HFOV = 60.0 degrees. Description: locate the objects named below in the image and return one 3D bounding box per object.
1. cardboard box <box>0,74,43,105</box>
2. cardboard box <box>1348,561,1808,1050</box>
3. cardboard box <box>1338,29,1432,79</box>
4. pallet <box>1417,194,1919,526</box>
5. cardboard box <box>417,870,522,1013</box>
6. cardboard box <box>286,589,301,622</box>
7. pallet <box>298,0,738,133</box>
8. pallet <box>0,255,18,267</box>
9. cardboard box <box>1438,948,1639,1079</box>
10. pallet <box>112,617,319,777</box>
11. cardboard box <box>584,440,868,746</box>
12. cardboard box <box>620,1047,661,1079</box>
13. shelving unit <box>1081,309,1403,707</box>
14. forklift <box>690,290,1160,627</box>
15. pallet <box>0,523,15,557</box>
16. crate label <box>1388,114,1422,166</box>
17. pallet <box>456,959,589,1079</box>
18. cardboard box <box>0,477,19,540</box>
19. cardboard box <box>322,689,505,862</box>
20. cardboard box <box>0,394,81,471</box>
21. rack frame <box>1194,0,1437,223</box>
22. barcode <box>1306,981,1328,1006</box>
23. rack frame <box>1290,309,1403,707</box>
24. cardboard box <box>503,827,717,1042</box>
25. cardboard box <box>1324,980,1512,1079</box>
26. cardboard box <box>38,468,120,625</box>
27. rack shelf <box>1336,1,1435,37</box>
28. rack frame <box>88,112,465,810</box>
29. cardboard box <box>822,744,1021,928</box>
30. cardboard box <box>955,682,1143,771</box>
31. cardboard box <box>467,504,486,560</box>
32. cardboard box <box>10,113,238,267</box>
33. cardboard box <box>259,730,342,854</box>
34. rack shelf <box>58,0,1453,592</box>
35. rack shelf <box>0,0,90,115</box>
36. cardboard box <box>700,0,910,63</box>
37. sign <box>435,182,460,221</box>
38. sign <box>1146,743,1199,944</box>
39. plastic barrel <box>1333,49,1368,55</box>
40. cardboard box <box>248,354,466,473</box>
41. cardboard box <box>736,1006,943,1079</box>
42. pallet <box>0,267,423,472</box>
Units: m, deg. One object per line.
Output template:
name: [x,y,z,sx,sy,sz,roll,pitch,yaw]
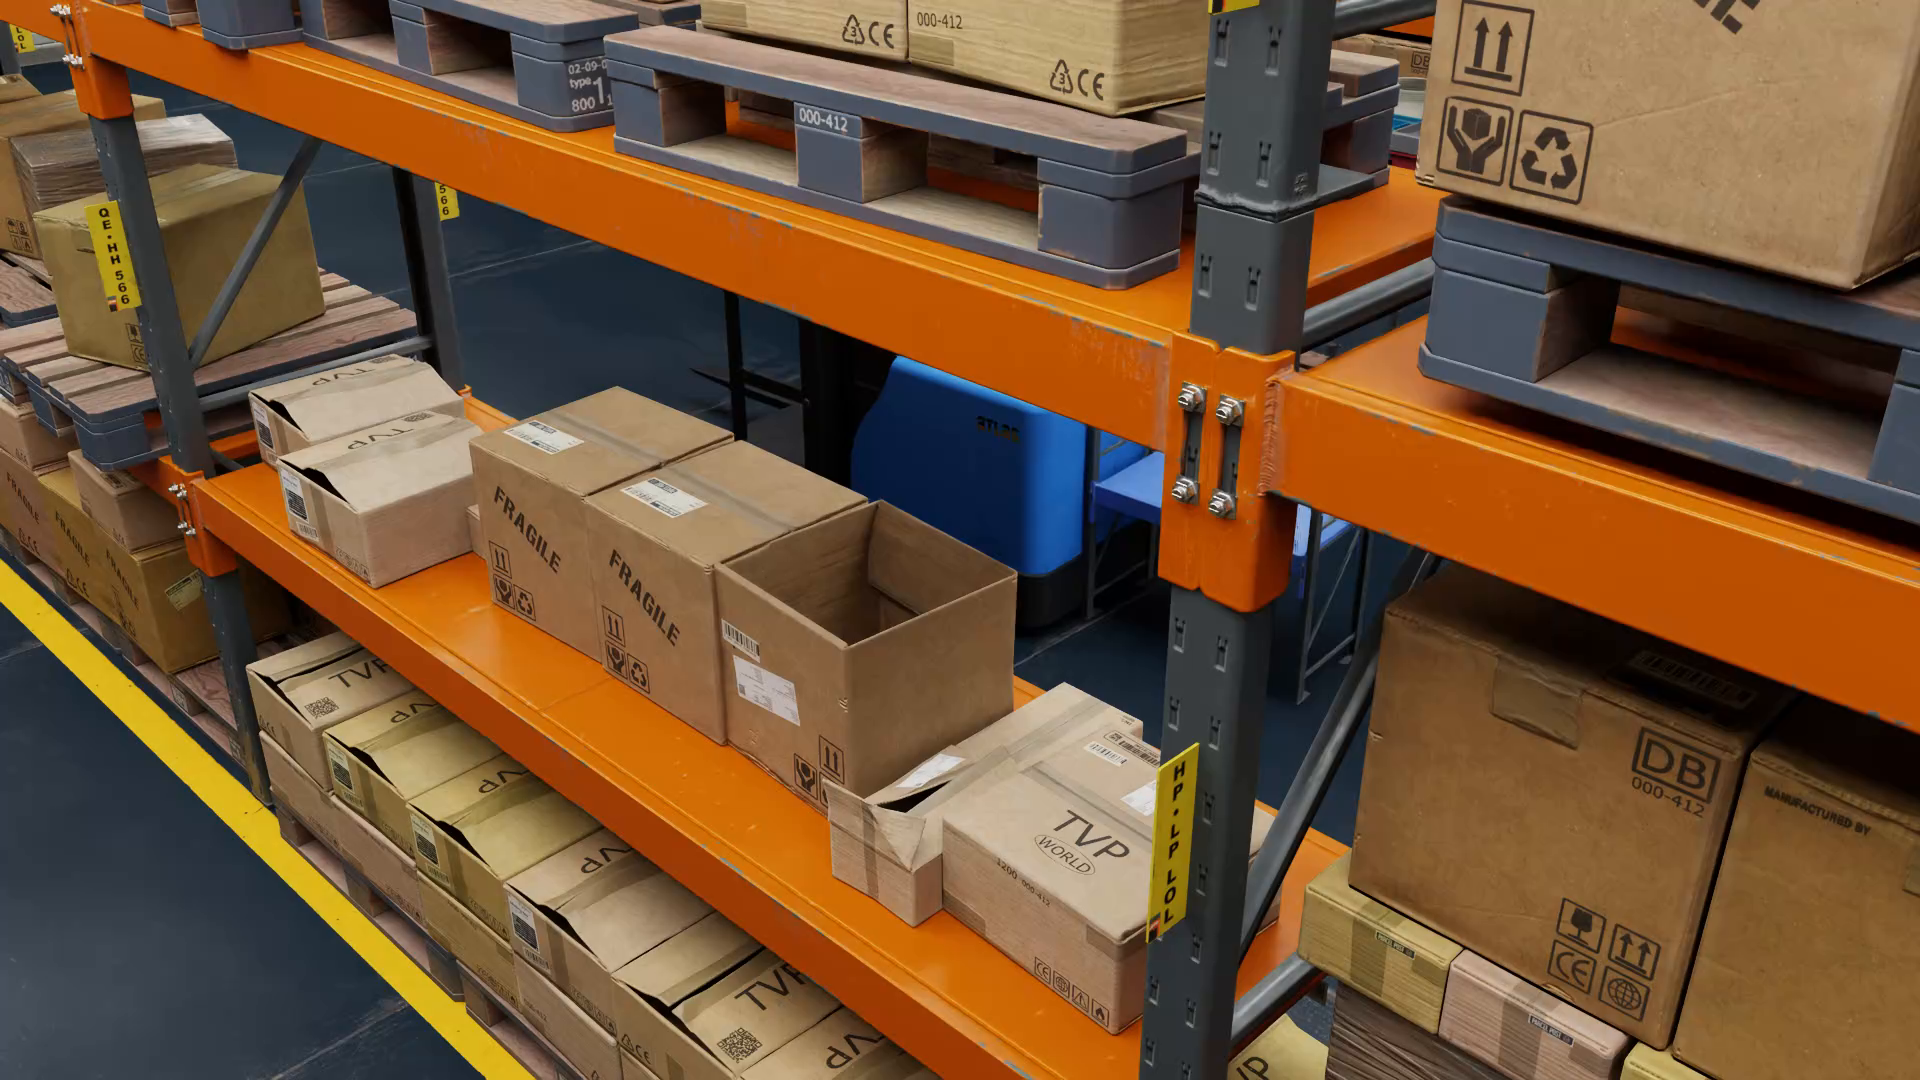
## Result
cardboard box: [-4.295,-1.657,7.119,0.700,0.500,0.500,-19,33,-32]
cardboard box: [1.015,0.276,2.501,0.500,0.500,0.700,25,37,39]
cardboard box: [3.682,-3.611,13.226,0.875,0.875,1.225,25,36,39]
pallet: [1.320,-0.267,1.907,1.213,0.211,1.003,25,36,38]
cardboard box: [-1.257,1.077,4.981,0.500,0.250,0.500,23,36,37]
cardboard box: [-2.660,-0.054,6.843,0.500,0.500,0.500,23,35,37]
pallet: [-0.812,-1.242,3.869,1.003,0.211,1.213,-23,36,-37]
pallet: [-4.517,-1.477,7.542,1.213,0.211,1.003,25,36,38]
cardboard box: [0.929,0.654,2.479,0.380,0.149,0.250,-25,36,-38]
pallet: [-2.664,0.425,6.716,1.213,0.211,1.003,25,36,38]
cardboard box: [-0.575,0.116,4.199,0.500,0.500,0.500,25,36,38]
cardboard box: [-0.529,1.411,4.346,0.500,0.250,0.500,-24,36,-38]
shelving unit: [1.079,-0.258,6.628,1.048,1.500,0.538,21,35,35]
forklift: [-0.498,-1.493,7.441,3.031,2.935,1.130,21,35,35]
pallet: [-4.404,-0.372,8.230,1.213,0.211,1.003,25,36,38]
crate label: [1.836,-1.798,7.908,0.616,0.435,0.502,25,36,38]
pallet: [-0.733,1.360,4.936,1.213,0.211,1.003,25,36,38]
cardboard box: [-4.097,-0.372,7.449,0.500,0.500,0.500,-25,37,-39]
cardboard box: [-1.610,0.666,5.160,0.500,0.311,0.500,24,36,37]
cardboard box: [-3.765,-0.551,6.981,0.500,0.250,0.500,24,36,37]
rack frame: [0.694,-1.904,1.701,0.127,3.000,1.000,25,36,38]
barcode: [0.804,1.017,3.775,0.075,0.075,0.001,25,36,38]
rack frame: [1.467,-0.105,6.338,0.032,1.500,0.500,21,35,35]
cardboard box: [-0.881,1.001,4.524,0.500,0.311,0.500,24,36,38]
cardboard box: [1.015,0.850,2.803,0.500,0.500,0.700,23,36,37]
cardboard box: [-3.358,-0.038,6.813,0.500,0.500,0.500,23,35,37]
rack shelf: [3.364,-4.174,13.238,4.000,0.370,1.077,25,36,38]
rack frame: [-2.158,-0.554,5.580,0.127,3.000,1.000,25,36,38]
cardboard box: [-0.062,0.585,3.559,0.258,0.266,0.396,24,36,37]
cardboard box: [0.206,0.506,3.835,0.250,0.149,0.380,25,36,38]
cardboard box: [-1.209,-0.045,4.882,0.380,0.149,0.250,-22,35,-36]
cardboard box: [-3.205,-1.314,6.466,0.700,0.500,0.500,-18,33,-30]
cardboard box: [-1.991,0.746,5.612,0.500,0.250,0.500,24,36,38]
rack shelf: [-0.732,-0.910,3.808,4.000,0.370,1.077,25,36,38]
rack shelf: [-3.584,-2.215,6.290,4.000,0.370,1.077,25,36,38]
cardboard box: [-0.132,-1.078,3.064,0.500,0.250,0.500,21,34,34]
sign: [-1.771,-1.251,5.663,0.005,0.325,0.100,25,36,38]
sign: [0.321,0.457,2.498,0.005,0.325,0.100,25,36,38]
plastic barrel: [1.861,-2.206,8.575,0.708,0.536,0.600,25,36,38]
cardboard box: [-1.929,-0.381,5.347,0.500,0.311,0.500,-23,35,-36]
cardboard box: [-0.171,1.330,3.899,0.500,0.311,0.500,-24,36,-38]
pallet: [-2.691,-0.667,6.001,1.003,0.211,1.213,25,36,38]
